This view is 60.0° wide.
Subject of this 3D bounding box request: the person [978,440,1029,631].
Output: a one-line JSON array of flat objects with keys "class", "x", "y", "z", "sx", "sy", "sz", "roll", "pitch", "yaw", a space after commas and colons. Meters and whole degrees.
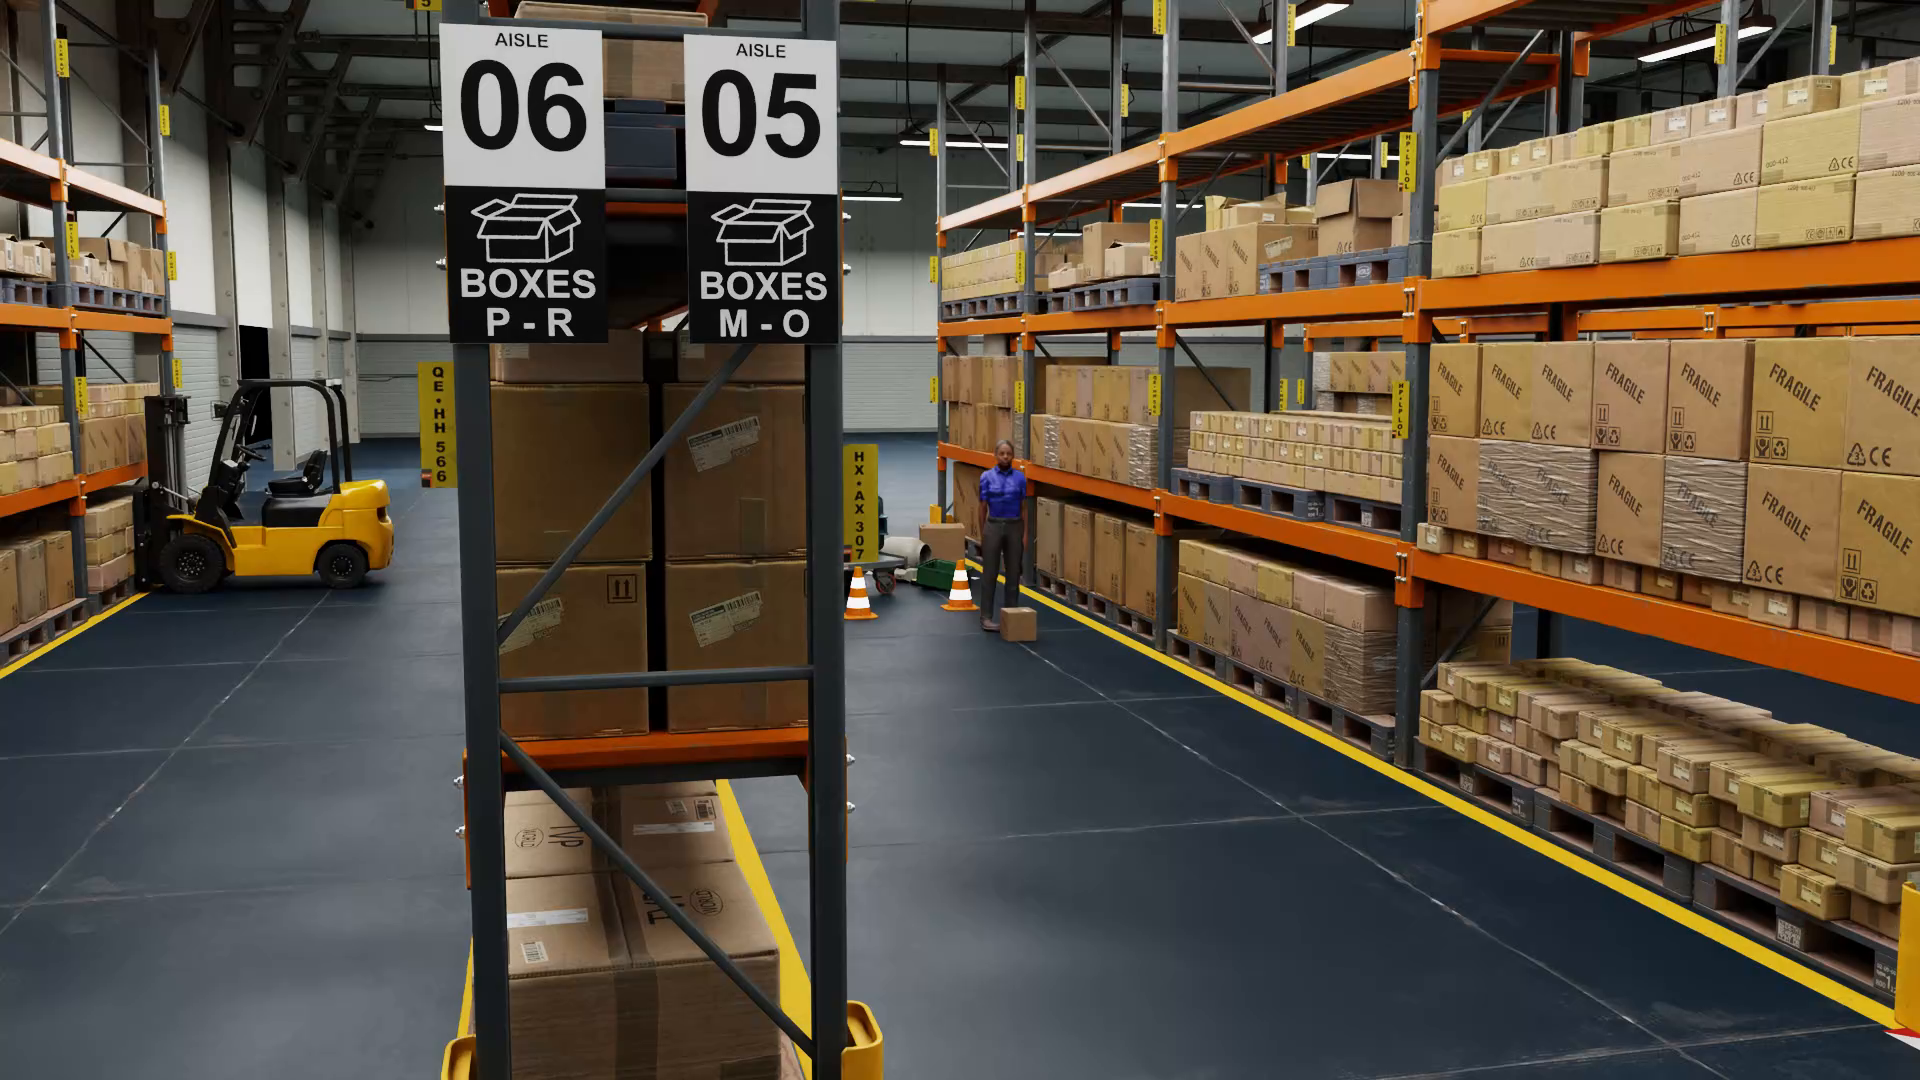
[{"class": "person", "x": 0.384, "y": -0.044, "z": 14.515, "sx": 0.442, "sy": 1.661, "sz": 0.307, "roll": -1, "pitch": 6, "yaw": -13}]
